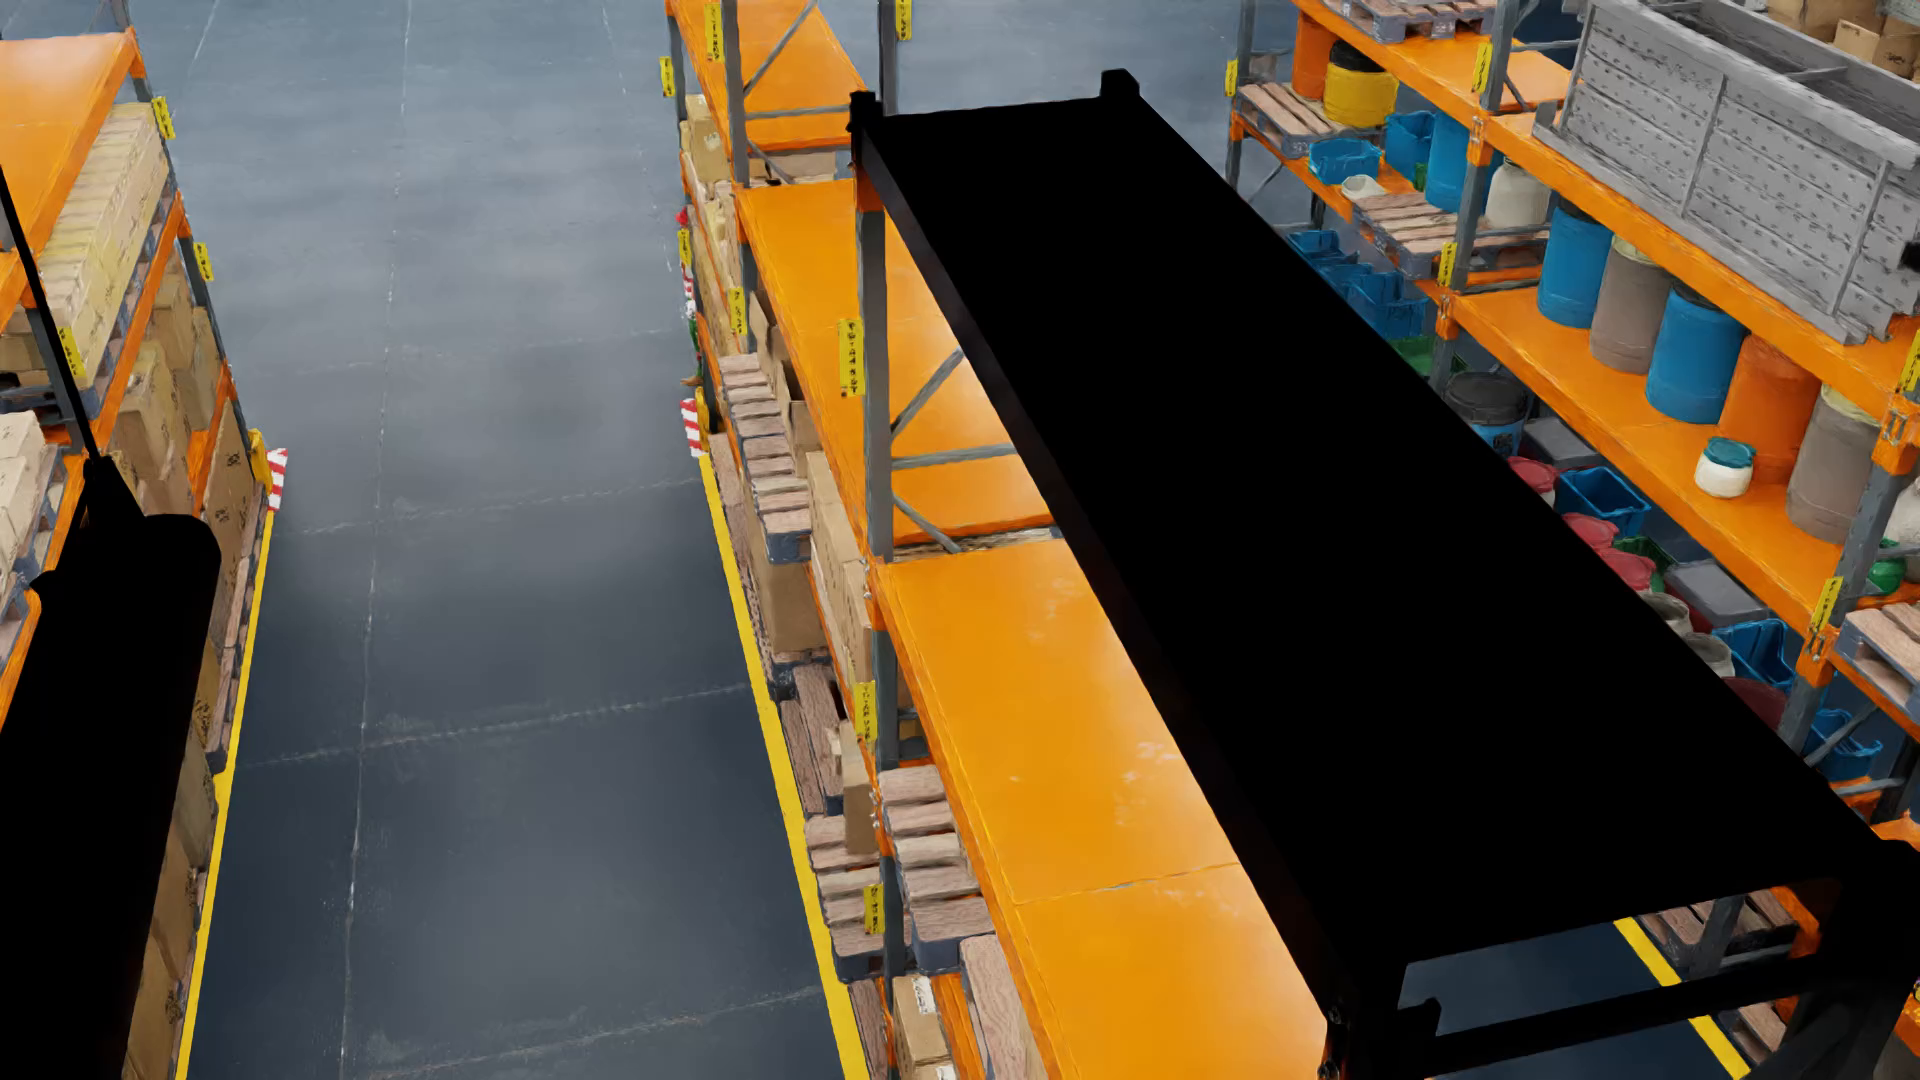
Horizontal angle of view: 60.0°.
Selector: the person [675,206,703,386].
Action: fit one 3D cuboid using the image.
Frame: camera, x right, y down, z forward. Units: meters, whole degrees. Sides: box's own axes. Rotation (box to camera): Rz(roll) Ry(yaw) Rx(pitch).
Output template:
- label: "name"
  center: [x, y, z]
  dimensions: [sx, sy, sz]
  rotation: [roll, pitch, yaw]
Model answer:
- label: "person"
  center: [-2.484, -2.368, 15.942]
  dimensions: [0.420, 1.791, 0.627]
  rotation: [6, 35, 8]
